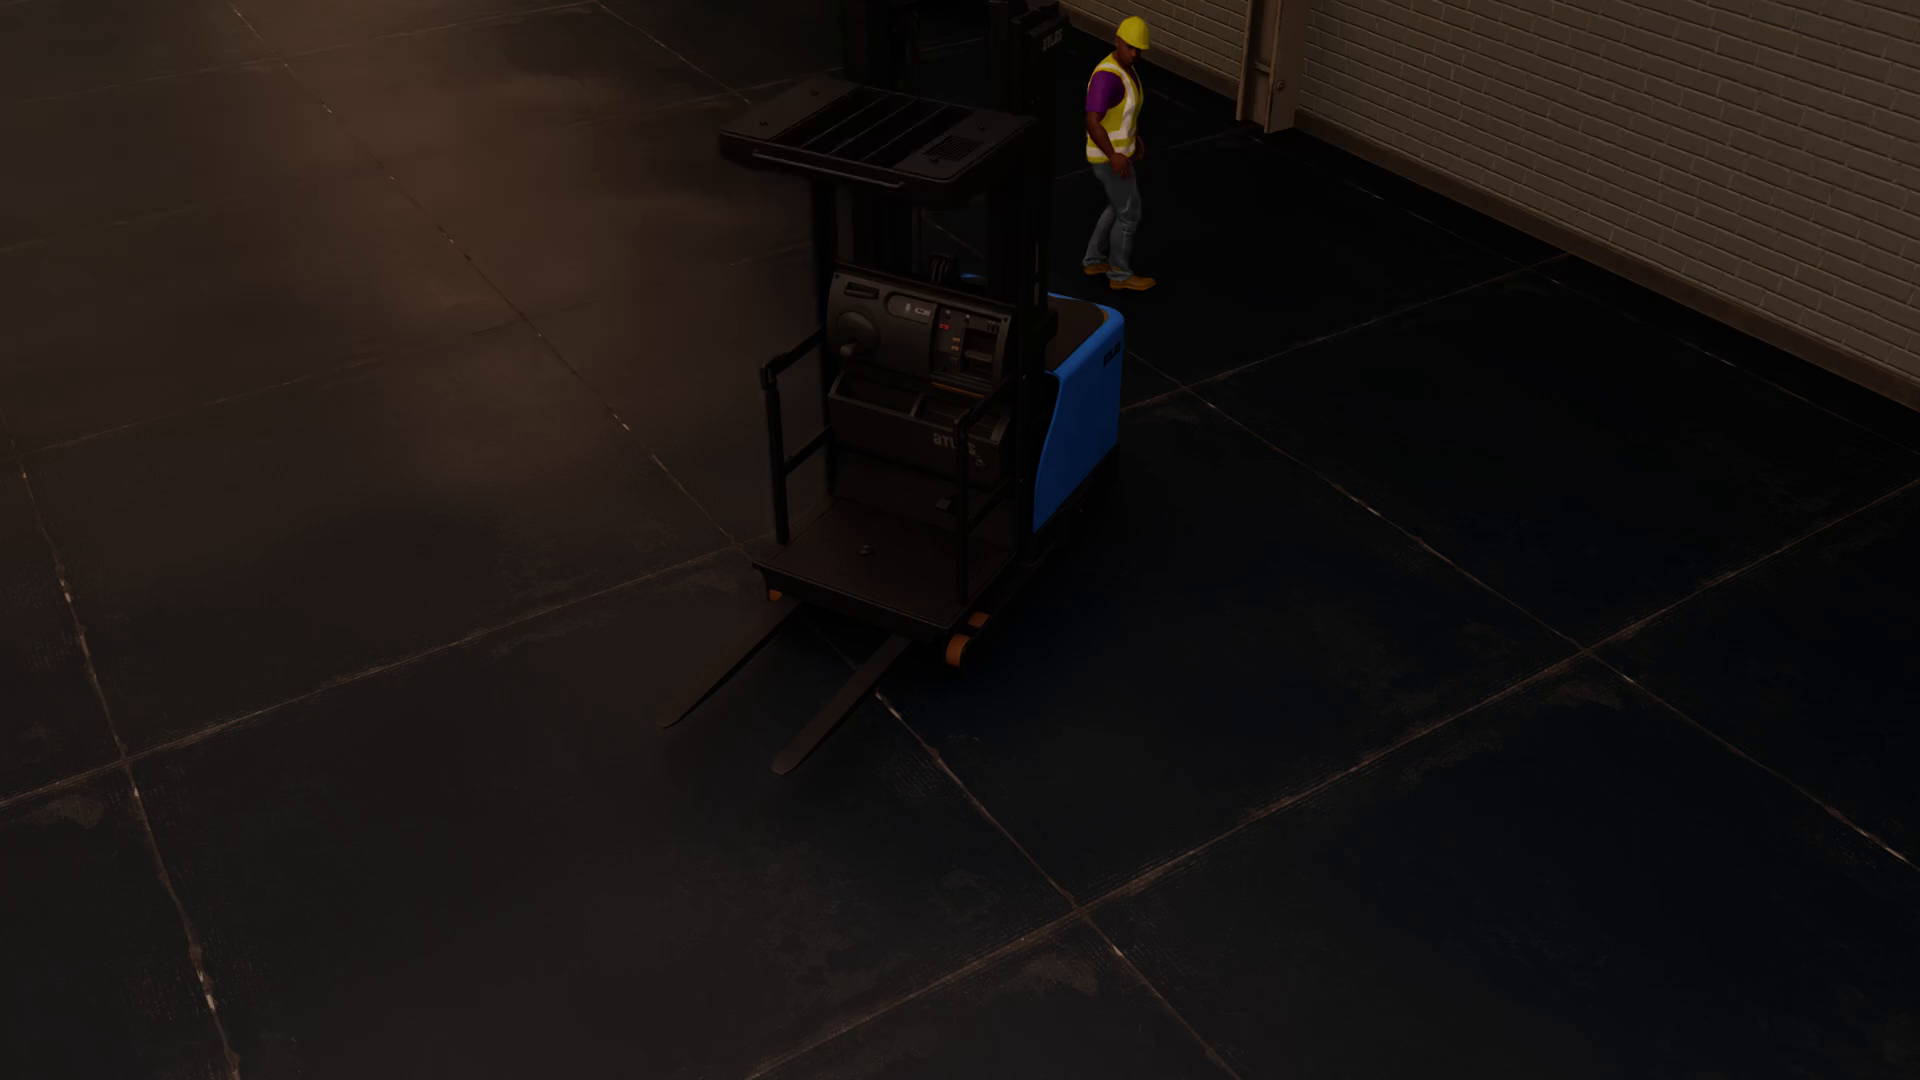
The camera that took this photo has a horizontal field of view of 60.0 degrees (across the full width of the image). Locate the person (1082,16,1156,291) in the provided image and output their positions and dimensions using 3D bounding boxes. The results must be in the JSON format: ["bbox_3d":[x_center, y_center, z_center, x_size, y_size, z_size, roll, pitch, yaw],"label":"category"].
[{"bbox_3d":[1.066,-2.497,10.739,0.519,1.739,0.785,4,35,6],"label":"person"}]

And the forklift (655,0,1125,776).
[{"bbox_3d":[-0.296,-0.892,7.418,1.130,2.935,3.031,18,39,23],"label":"forklift"}]
